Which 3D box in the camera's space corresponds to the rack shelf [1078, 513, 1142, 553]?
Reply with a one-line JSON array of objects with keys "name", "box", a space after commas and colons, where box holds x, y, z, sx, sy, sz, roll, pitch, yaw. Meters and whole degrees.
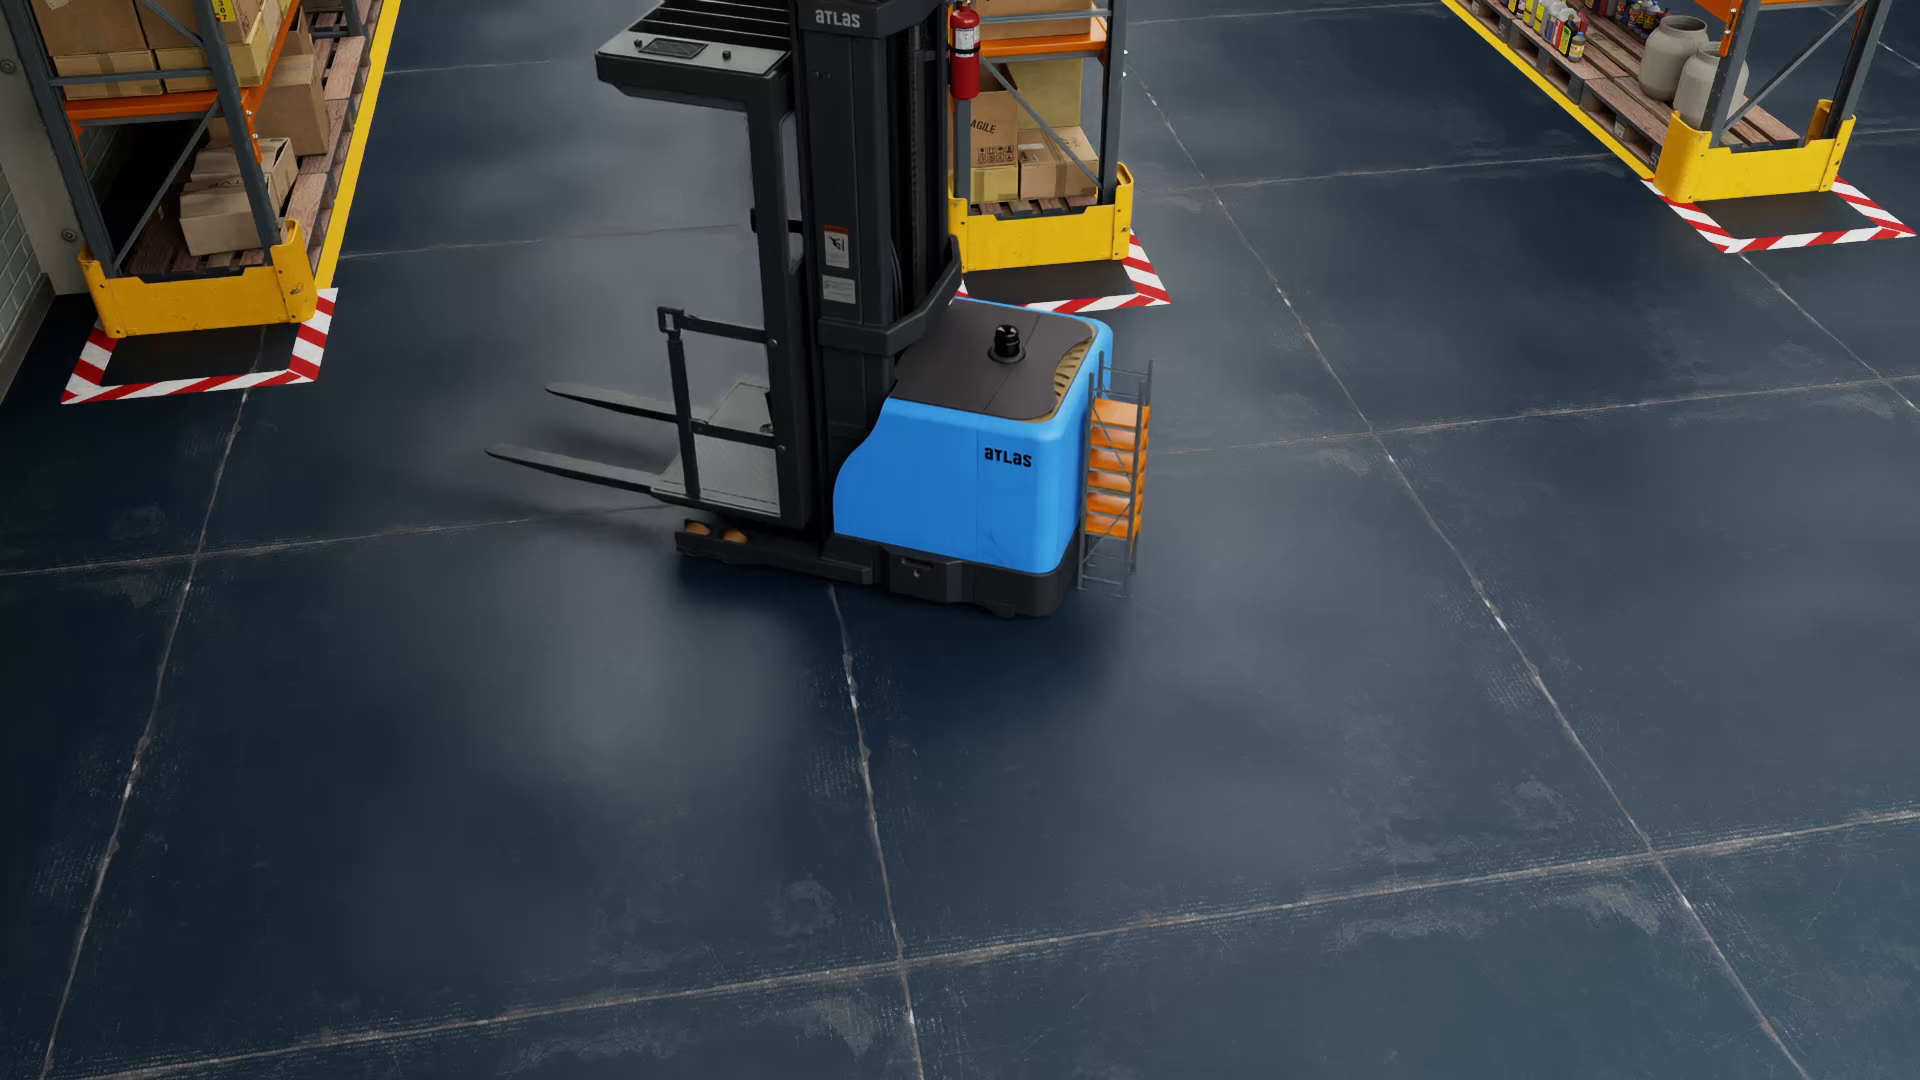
[{"name": "rack shelf", "box": [0.696, -0.050, 7.701, 0.258, 0.103, 0.180, 11, 39, 14]}]

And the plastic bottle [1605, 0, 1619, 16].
[{"name": "plastic bottle", "box": [5.149, -4.283, 13.079, 0.152, 0.276, 0.135, -6, 38, -7]}]

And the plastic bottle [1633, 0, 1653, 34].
[{"name": "plastic bottle", "box": [5.250, -4.029, 12.756, 0.097, 0.271, 0.097, 0, 38, 0]}]

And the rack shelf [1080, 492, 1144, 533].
[{"name": "rack shelf", "box": [0.696, -0.145, 7.627, 0.258, 0.103, 0.180, 11, 39, 14]}]

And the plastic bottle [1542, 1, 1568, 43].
[{"name": "plastic bottle", "box": [4.544, -3.935, 12.632, 0.152, 0.276, 0.135, -7, 38, -9]}]

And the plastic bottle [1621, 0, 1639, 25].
[{"name": "plastic bottle", "box": [5.215, -4.151, 12.913, 0.097, 0.271, 0.097, 0, 38, 0]}]

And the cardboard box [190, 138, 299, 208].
[{"name": "cardboard box", "box": [-4.547, -2.354, 10.569, 0.500, 0.311, 0.500, -3, 38, -4]}]

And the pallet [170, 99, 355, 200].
[{"name": "pallet", "box": [-4.746, -2.645, 11.383, 1.003, 0.211, 1.213, -6, 38, -8]}]

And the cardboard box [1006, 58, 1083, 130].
[{"name": "cardboard box", "box": [0.497, -3.031, 10.895, 0.500, 0.500, 0.500, -6, 38, -8]}]

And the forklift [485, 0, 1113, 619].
[{"name": "forklift", "box": [-0.852, -1.331, 7.474, 3.031, 2.935, 1.130, 11, 39, 14]}]

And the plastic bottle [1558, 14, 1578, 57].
[{"name": "plastic bottle", "box": [4.547, -3.768, 12.410, 0.061, 0.283, 0.133, -5, 38, -7]}]

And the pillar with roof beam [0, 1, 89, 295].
[{"name": "pillar with roof beam", "box": [-1.151, -5.632, 8.065, 9.100, 9.000, 0.400, -6, 38, -8]}]

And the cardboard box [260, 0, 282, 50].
[{"name": "cardboard box", "box": [-4.293, -3.060, 9.750, 0.500, 0.250, 0.500, -7, 38, -9]}]

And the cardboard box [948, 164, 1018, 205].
[{"name": "cardboard box", "box": [0.077, -2.378, 10.665, 0.500, 0.250, 0.500, -6, 38, -8]}]

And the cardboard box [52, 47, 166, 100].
[{"name": "cardboard box", "box": [-4.687, -2.681, 9.262, 0.500, 0.250, 0.500, -6, 38, -7]}]

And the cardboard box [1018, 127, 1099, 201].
[{"name": "cardboard box", "box": [0.587, -2.433, 10.736, 0.500, 0.250, 0.500, -6, 38, -8]}]

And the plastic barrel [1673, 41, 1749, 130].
[{"name": "plastic barrel", "box": [5.148, -3.109, 11.392, 0.421, 0.512, 0.421, 0, 38, 0]}]

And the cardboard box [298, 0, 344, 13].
[{"name": "cardboard box", "box": [-5.261, -4.516, 13.197, 0.700, 0.500, 0.500, -5, 38, -6]}]

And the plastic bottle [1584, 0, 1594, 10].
[{"name": "plastic bottle", "box": [5.028, -4.358, 13.170, 0.061, 0.283, 0.133, -6, 38, -8]}]

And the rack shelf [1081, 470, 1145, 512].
[{"name": "rack shelf", "box": [0.696, -0.240, 7.553, 0.258, 0.103, 0.180, 11, 39, 14]}]

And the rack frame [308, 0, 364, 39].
[{"name": "rack frame", "box": [-5.116, -4.887, 11.995, 1.000, 3.000, 0.127, -6, 38, -8]}]

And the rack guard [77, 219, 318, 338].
[{"name": "rack guard", "box": [-4.428, -1.529, 9.711, 1.175, 0.500, 0.348, -6, 38, -8]}]

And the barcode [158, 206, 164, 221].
[{"name": "barcode", "box": [-4.844, -1.982, 10.081, 0.001, 0.075, 0.075, -6, 38, -8]}]

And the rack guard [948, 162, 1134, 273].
[{"name": "rack guard", "box": [0.466, -2.004, 10.322, 1.175, 0.500, 0.348, -6, 38, -8]}]

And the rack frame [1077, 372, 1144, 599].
[{"name": "rack frame", "box": [0.668, -0.222, 7.457, 0.240, 1.200, 0.006, 11, 39, 14]}]

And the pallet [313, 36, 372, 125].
[{"name": "pallet", "box": [-4.963, -3.384, 12.333, 1.003, 0.211, 1.213, -6, 38, -8]}]

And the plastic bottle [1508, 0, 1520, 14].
[{"name": "plastic bottle", "box": [4.392, -4.303, 13.099, 0.061, 0.283, 0.133, -5, 38, -6]}]

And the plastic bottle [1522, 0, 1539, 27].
[{"name": "plastic bottle", "box": [4.478, -4.177, 12.882, 0.144, 0.351, 0.185, -7, 38, -8]}]

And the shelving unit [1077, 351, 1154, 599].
[{"name": "shelving unit", "box": [0.696, -0.275, 7.526, 0.258, 1.200, 0.189, 11, 39, 14]}]

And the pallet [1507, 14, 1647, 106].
[{"name": "pallet", "box": [4.932, -3.702, 12.744, 1.003, 0.211, 1.213, -6, 38, -8]}]

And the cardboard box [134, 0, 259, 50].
[{"name": "cardboard box", "box": [-4.202, -3.036, 9.108, 0.500, 0.500, 0.500, -6, 38, -8]}]

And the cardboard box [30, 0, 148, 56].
[{"name": "cardboard box", "box": [-4.706, -2.977, 9.032, 0.500, 0.500, 0.500, -7, 38, -8]}]

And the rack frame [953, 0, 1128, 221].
[{"name": "rack frame", "box": [0.462, -3.006, 9.574, 1.000, 3.000, 0.127, -6, 38, -8]}]

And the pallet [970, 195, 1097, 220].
[{"name": "pallet", "box": [0.287, -2.362, 11.018, 1.003, 0.211, 1.213, -6, 38, -8]}]

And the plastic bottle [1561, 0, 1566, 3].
[{"name": "plastic bottle", "box": [4.620, -4.178, 12.945, 0.152, 0.276, 0.135, -6, 38, -8]}]

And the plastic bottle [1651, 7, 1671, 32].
[{"name": "plastic bottle", "box": [5.306, -3.905, 12.586, 0.061, 0.283, 0.133, -6, 38, -7]}]

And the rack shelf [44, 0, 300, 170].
[{"name": "rack shelf", "box": [-4.765, -3.394, 10.661, 1.077, 0.370, 4.000, -6, 38, -8]}]

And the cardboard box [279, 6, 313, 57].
[{"name": "cardboard box", "box": [-4.894, -3.451, 11.825, 0.500, 0.500, 0.500, -9, 39, -11]}]
